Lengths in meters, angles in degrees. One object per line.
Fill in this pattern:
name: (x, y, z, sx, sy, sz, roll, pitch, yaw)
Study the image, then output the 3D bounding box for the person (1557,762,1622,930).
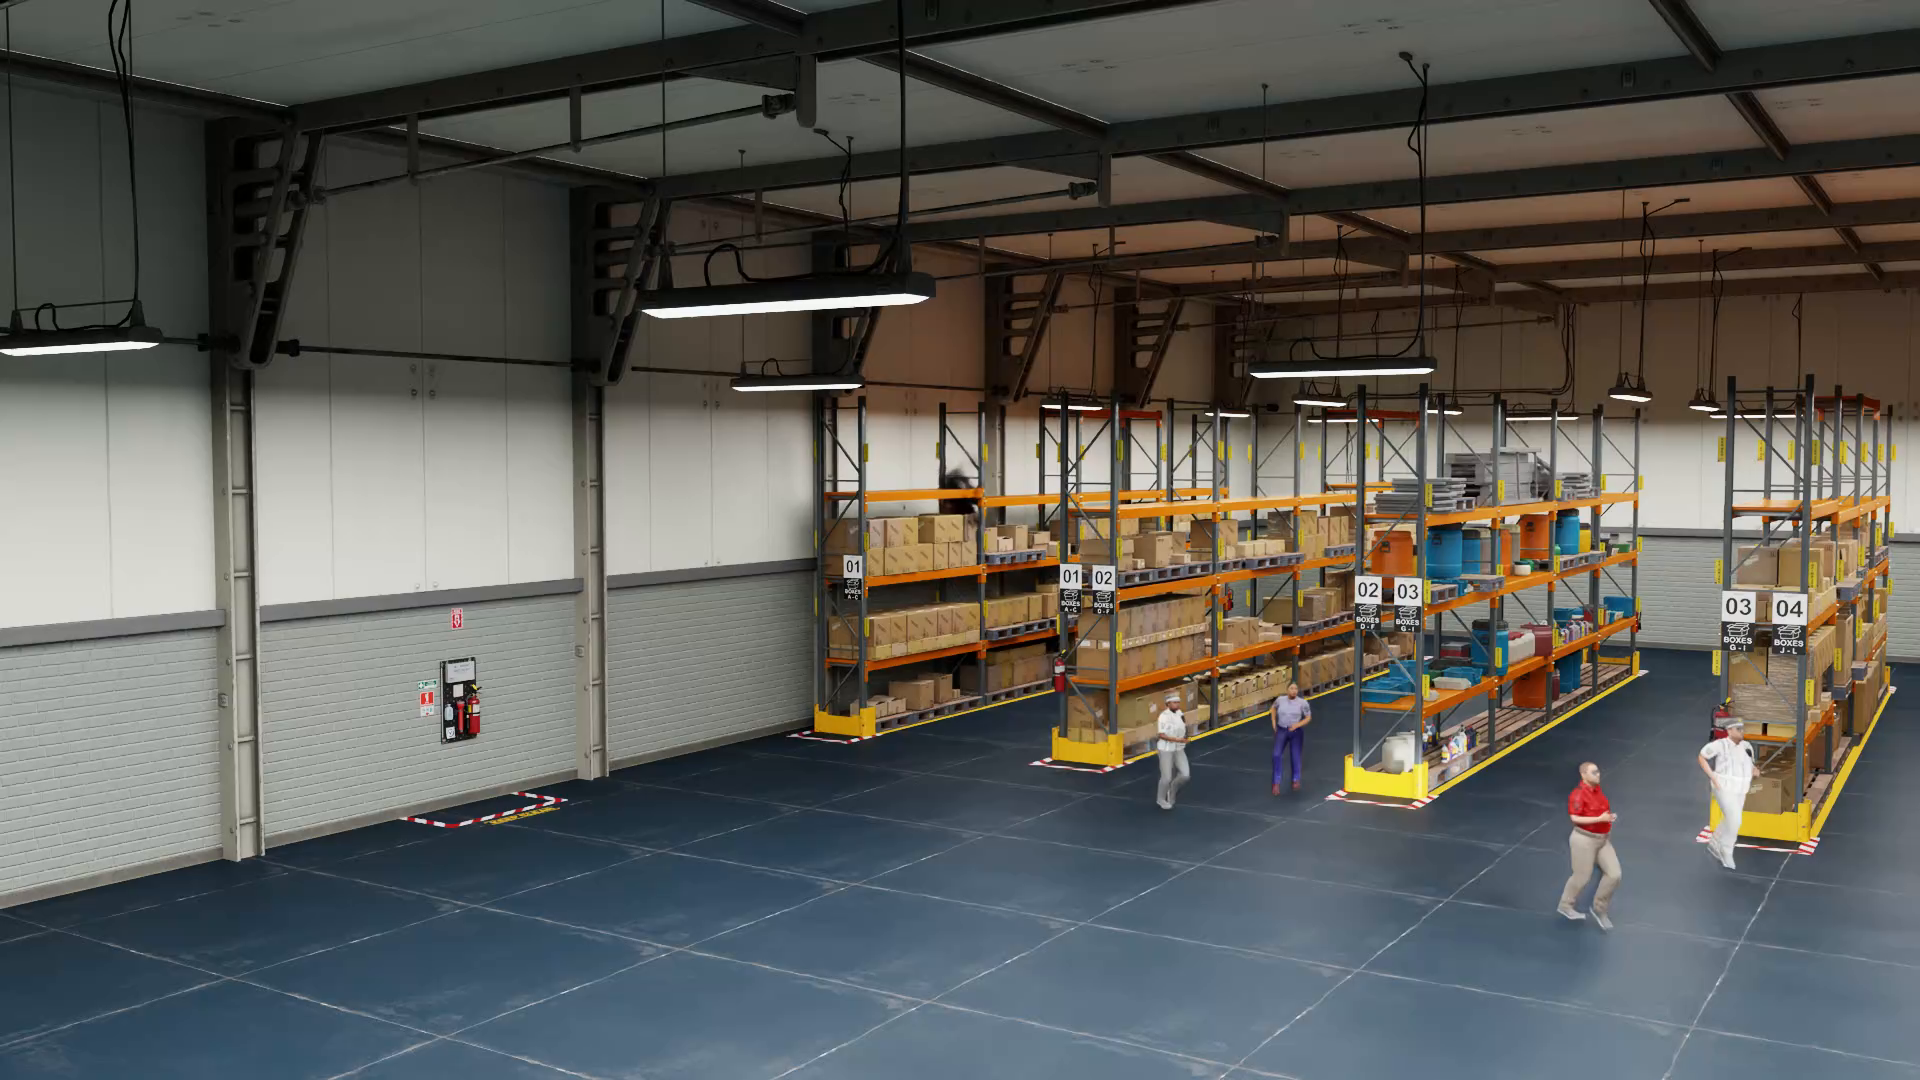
person: (6.666, 3.233, 17.530, 0.640, 1.786, 0.726, -2, 4, -31)

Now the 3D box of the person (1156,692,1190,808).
person: (3.006, 2.942, 23.259, 0.545, 1.663, 0.647, -2, 3, -28)

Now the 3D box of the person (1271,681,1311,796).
person: (4.868, 2.915, 24.497, 0.609, 1.675, 0.737, 1, 3, 18)

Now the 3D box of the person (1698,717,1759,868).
person: (9.424, 3.072, 20.267, 0.643, 1.837, 0.698, -1, 3, -21)
